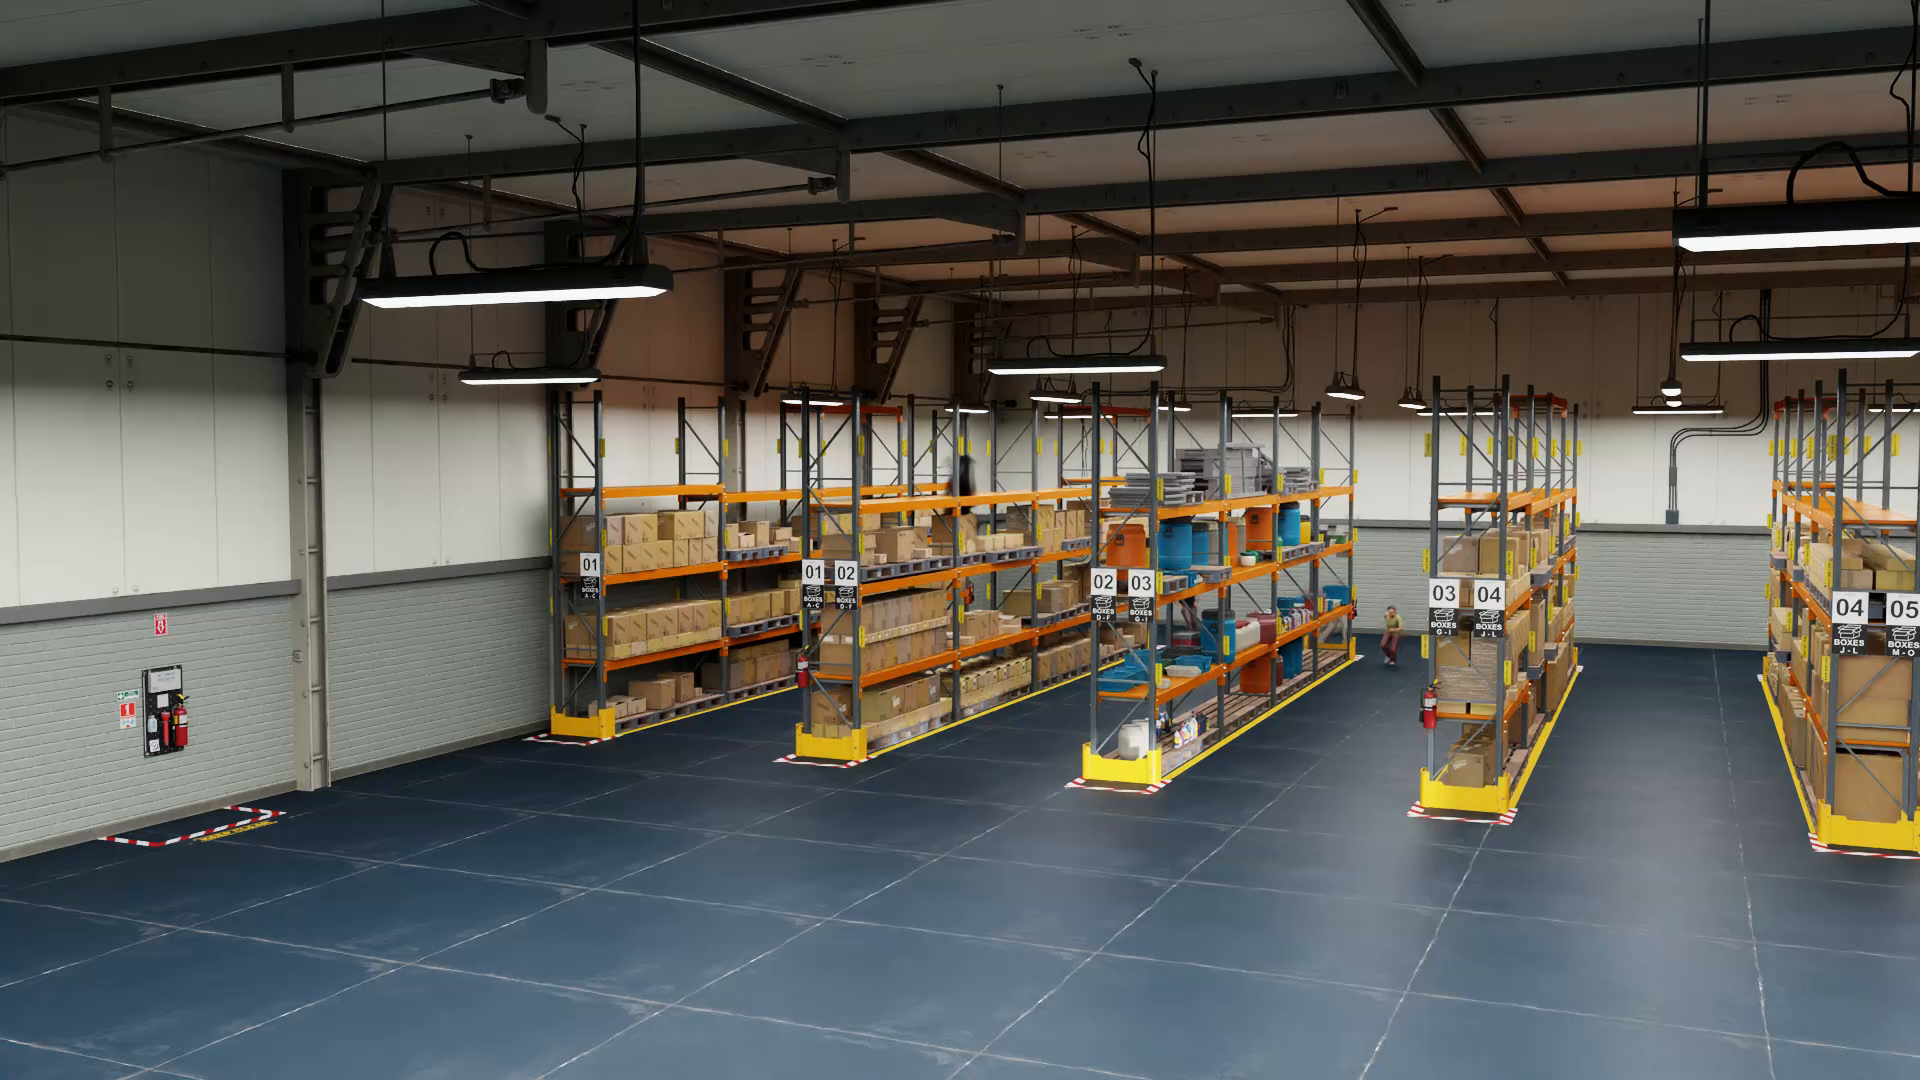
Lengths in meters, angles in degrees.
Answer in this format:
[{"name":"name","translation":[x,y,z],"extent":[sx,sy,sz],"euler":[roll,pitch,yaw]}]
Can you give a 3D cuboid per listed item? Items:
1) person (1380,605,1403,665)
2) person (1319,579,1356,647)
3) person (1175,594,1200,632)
[{"name":"person","translation":[9.884,2.176,37.996],"extent":[0.584,1.430,0.924],"euler":[2,4,34]},{"name":"person","translation":[9.496,1.834,41.381],"extent":[0.700,1.717,0.996],"euler":[-3,4,-38]},{"name":"person","translation":[5.947,1.759,43.676],"extent":[0.714,1.679,0.622],"euler":[0,3,-1]}]
